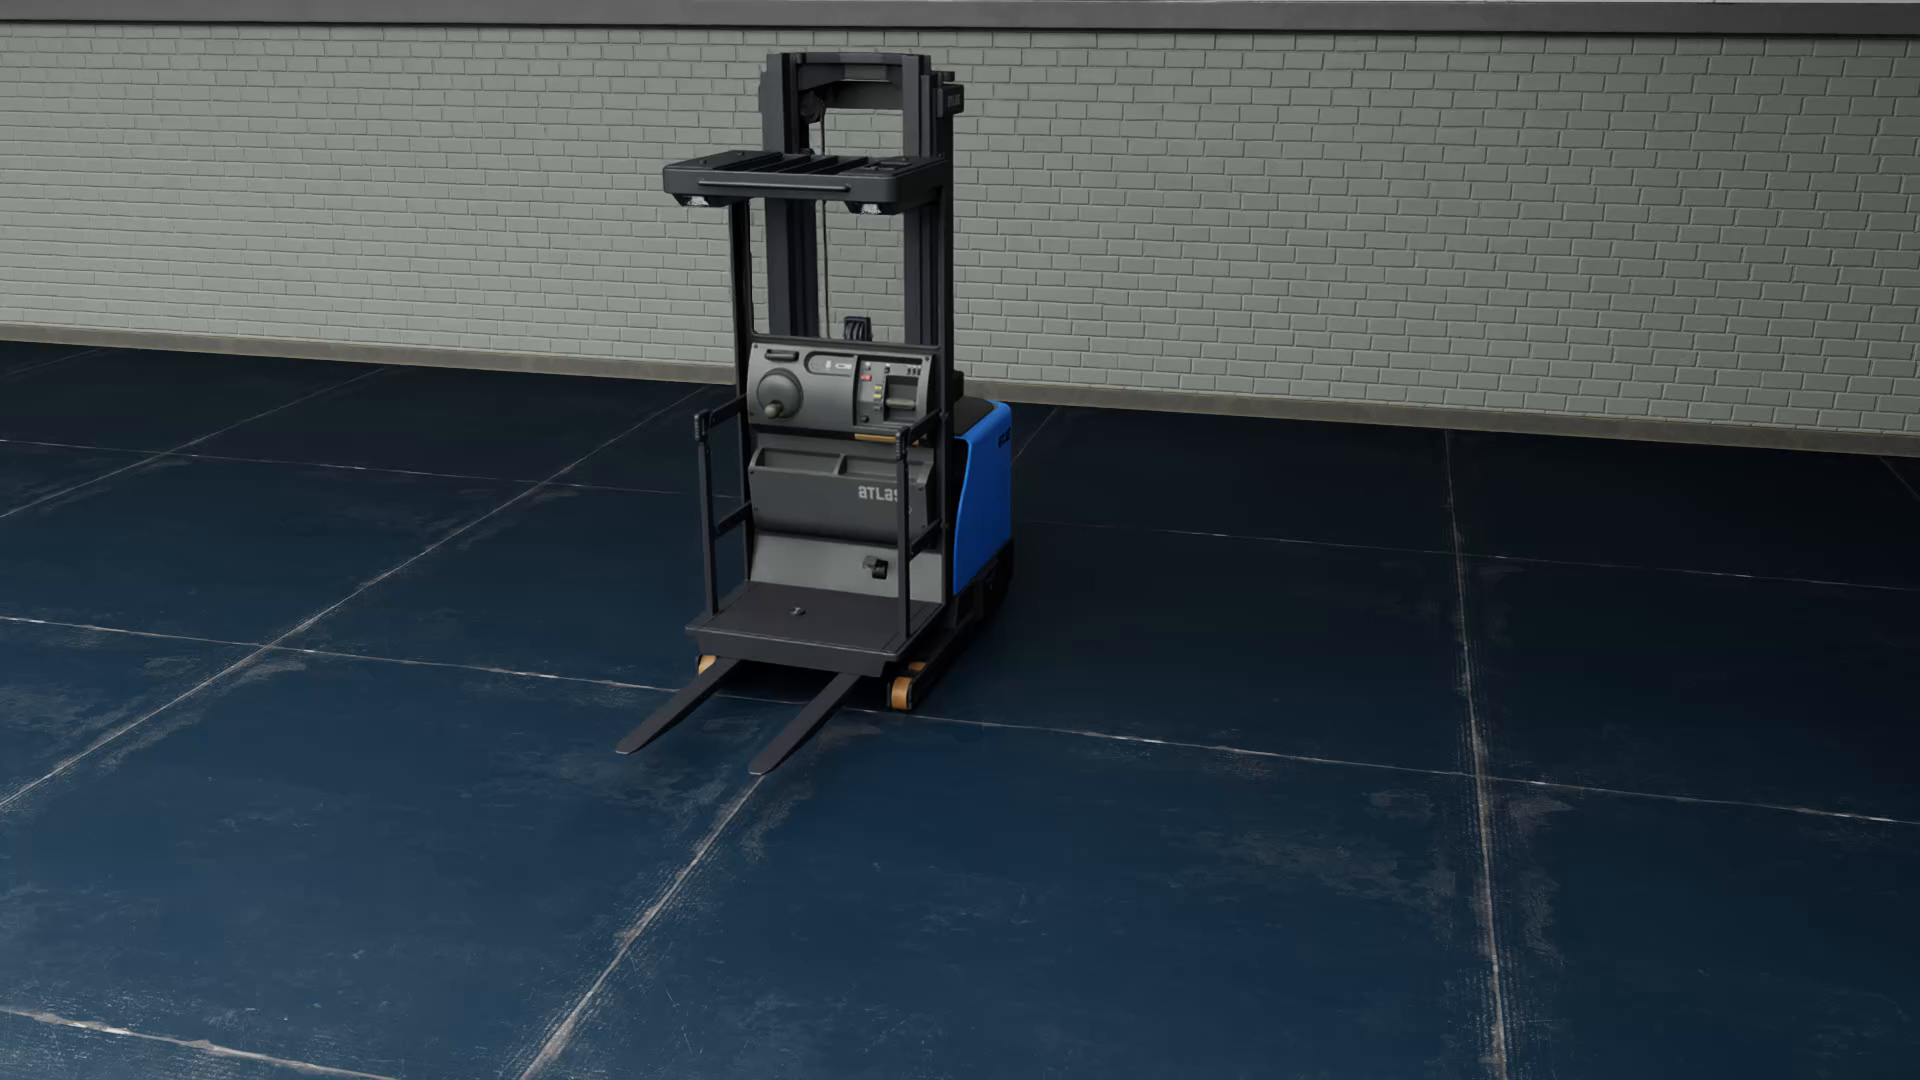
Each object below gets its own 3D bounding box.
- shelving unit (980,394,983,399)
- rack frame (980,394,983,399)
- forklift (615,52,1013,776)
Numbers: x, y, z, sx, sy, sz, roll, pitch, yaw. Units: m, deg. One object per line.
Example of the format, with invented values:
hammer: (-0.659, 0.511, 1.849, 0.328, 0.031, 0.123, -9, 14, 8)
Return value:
shelving unit: (-0.002, -0.423, 10.035, 0.258, 0.900, 0.210, 5, 19, 13)
rack frame: (0.023, -0.455, 10.128, 0.240, 0.900, 0.006, 5, 19, 13)
forklift: (-0.646, -0.725, 7.776, 1.130, 2.935, 3.031, 6, 20, 17)
